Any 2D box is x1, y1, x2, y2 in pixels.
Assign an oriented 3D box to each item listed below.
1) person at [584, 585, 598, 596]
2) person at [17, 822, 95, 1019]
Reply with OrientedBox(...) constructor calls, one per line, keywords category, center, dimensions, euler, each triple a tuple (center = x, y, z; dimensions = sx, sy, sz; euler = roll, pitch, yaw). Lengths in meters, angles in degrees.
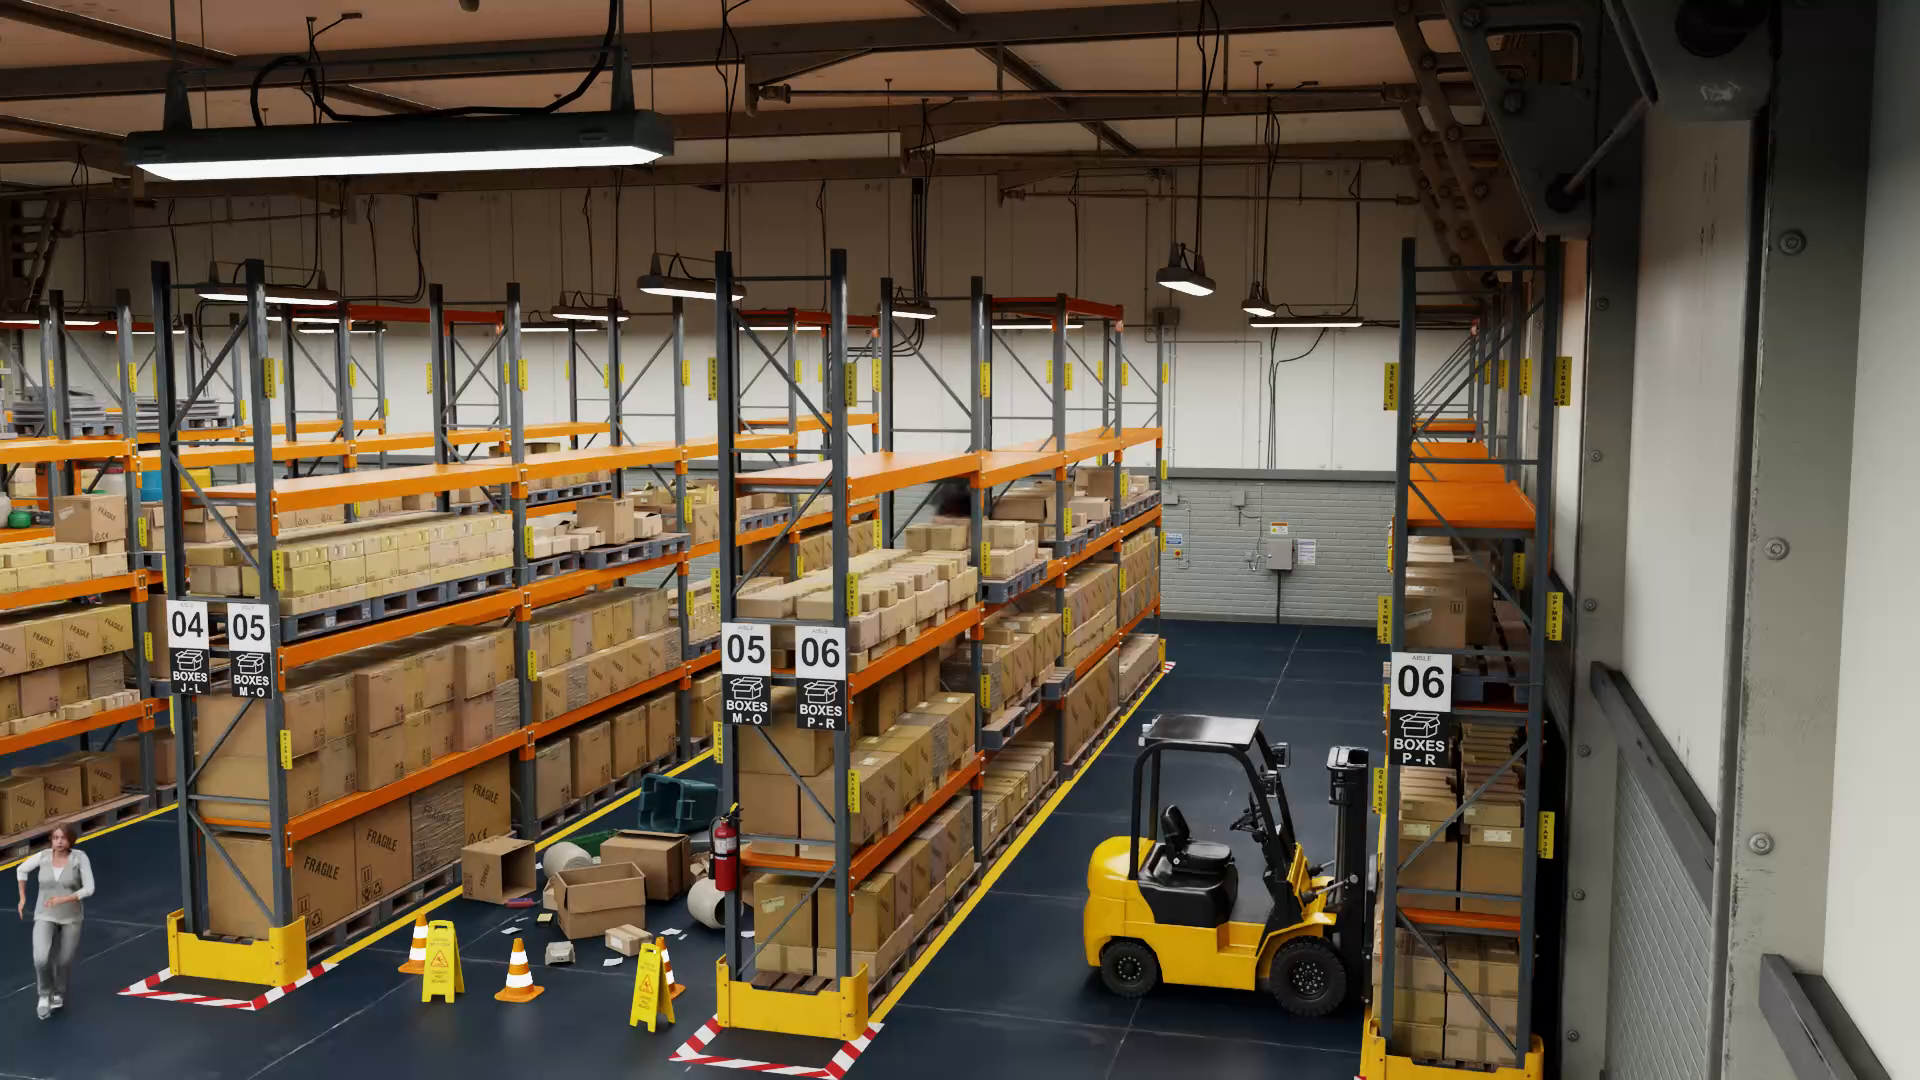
OrientedBox(category="person", center=(-5.974, 1.503, 26.849), dimensions=(0.580, 1.655, 0.681), euler=(1, 6, 12))
OrientedBox(category="person", center=(-7.139, 2.999, 13.134), dimensions=(0.513, 1.515, 0.635), euler=(-3, 7, -28))
